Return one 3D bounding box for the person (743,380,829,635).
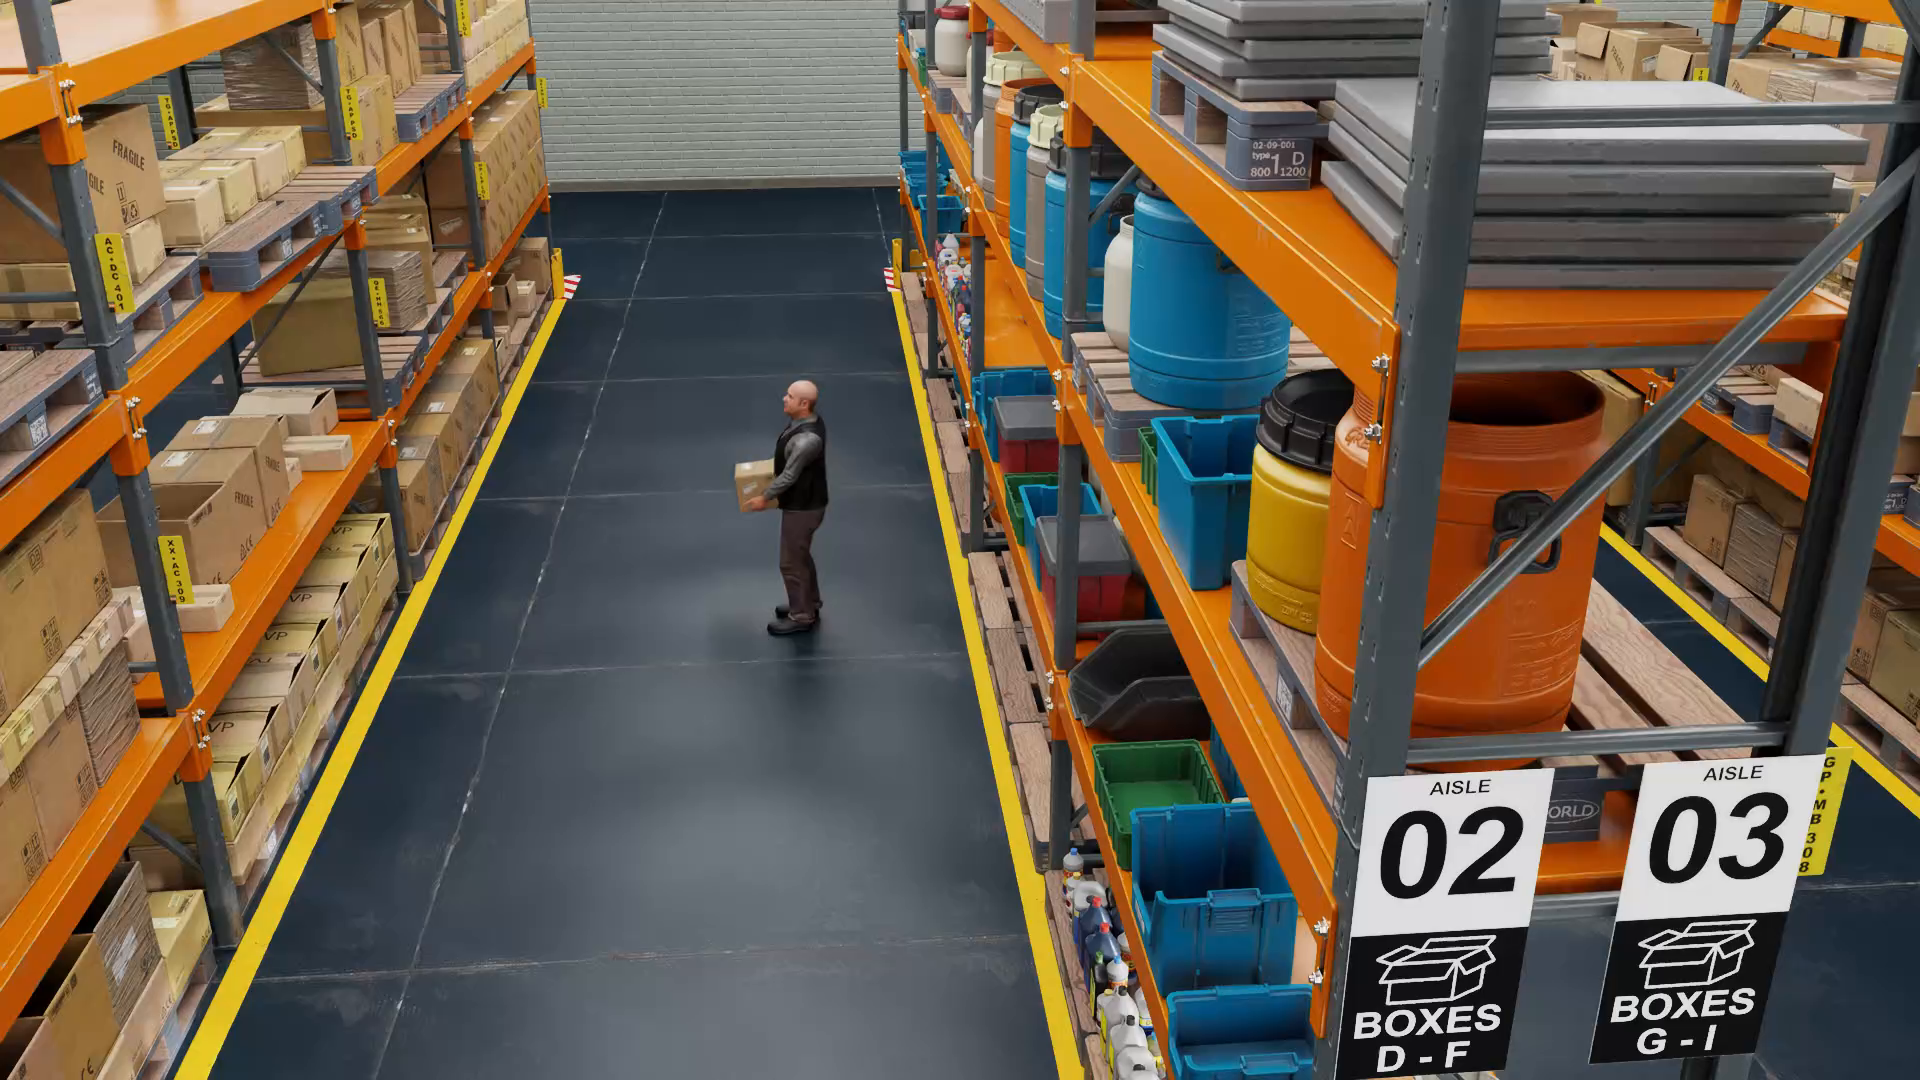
[{"bbox_3d":[-1.135,-0.217,10.882,0.552,1.720,0.502,-2,24,-5],"label":"person"}]
